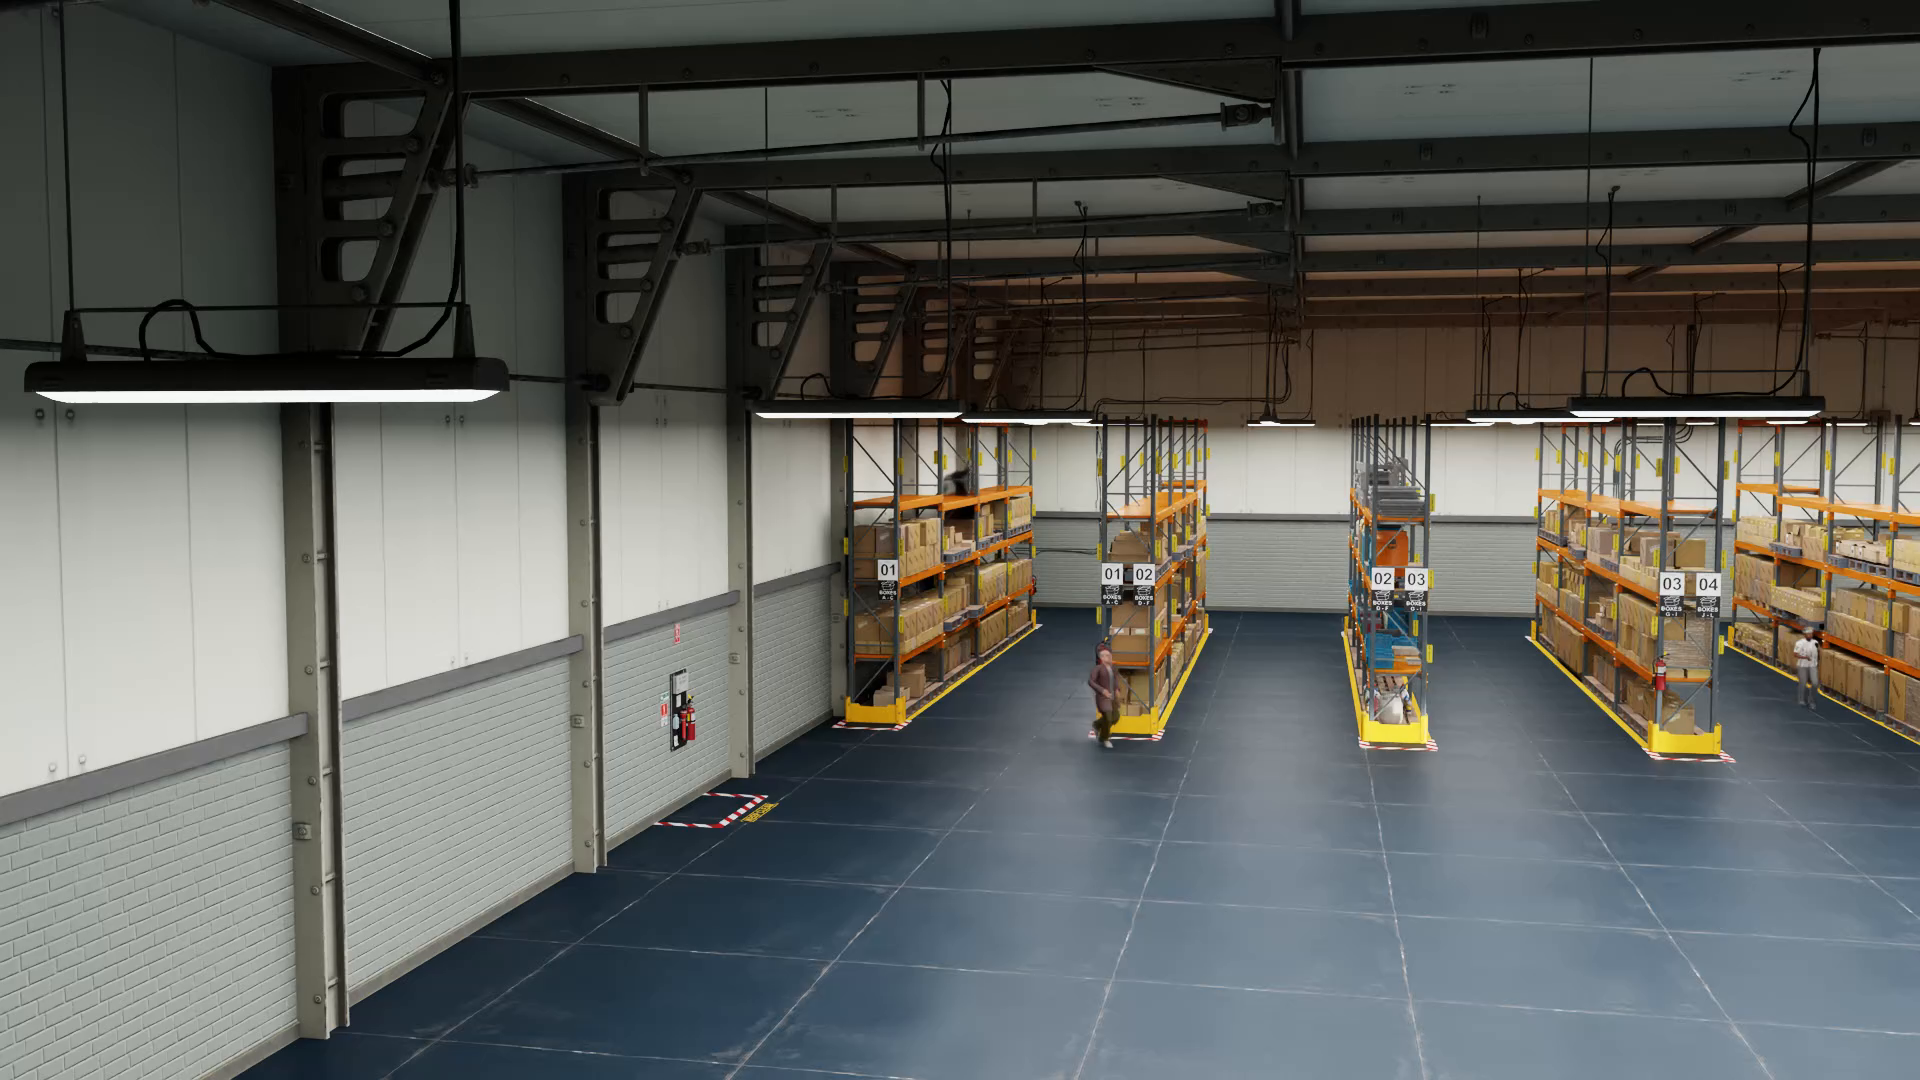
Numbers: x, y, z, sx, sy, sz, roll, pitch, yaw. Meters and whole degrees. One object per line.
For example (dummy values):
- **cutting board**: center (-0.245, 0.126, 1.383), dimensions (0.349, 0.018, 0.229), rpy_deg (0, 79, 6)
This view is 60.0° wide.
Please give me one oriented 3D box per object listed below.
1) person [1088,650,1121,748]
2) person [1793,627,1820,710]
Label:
- **person**: center (2.621, 2.865, 30.098), dimensions (0.770, 1.757, 0.672), rpy_deg (-4, 5, -45)
- **person**: center (17.344, 2.623, 34.034), dimensions (0.562, 1.731, 0.710), rpy_deg (1, 4, 10)
